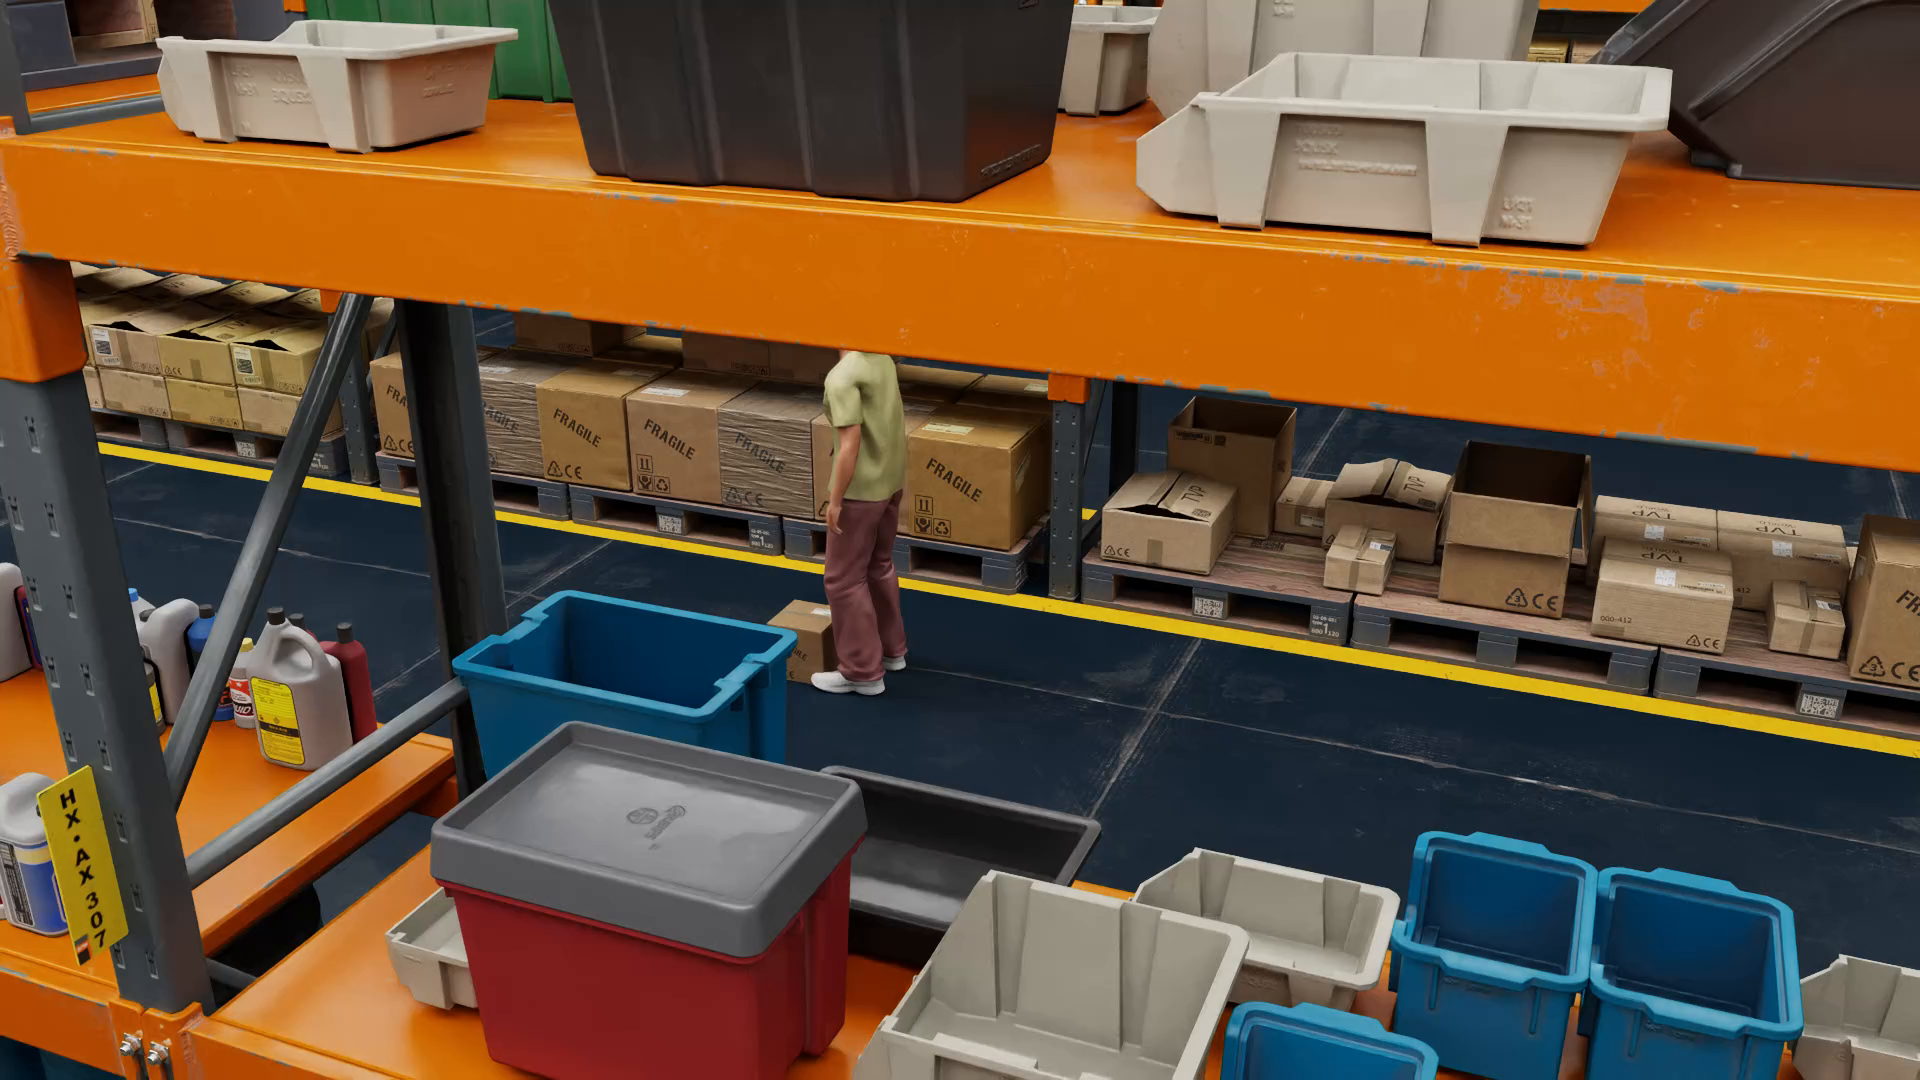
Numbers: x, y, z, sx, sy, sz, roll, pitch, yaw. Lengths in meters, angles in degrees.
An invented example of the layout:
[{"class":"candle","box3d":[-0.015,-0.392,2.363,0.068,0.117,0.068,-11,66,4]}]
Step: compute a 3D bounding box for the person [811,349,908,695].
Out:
[{"class":"person","box3d":[-0.400,-0.195,6.566,0.352,1.672,0.506,9,24,20]}]
